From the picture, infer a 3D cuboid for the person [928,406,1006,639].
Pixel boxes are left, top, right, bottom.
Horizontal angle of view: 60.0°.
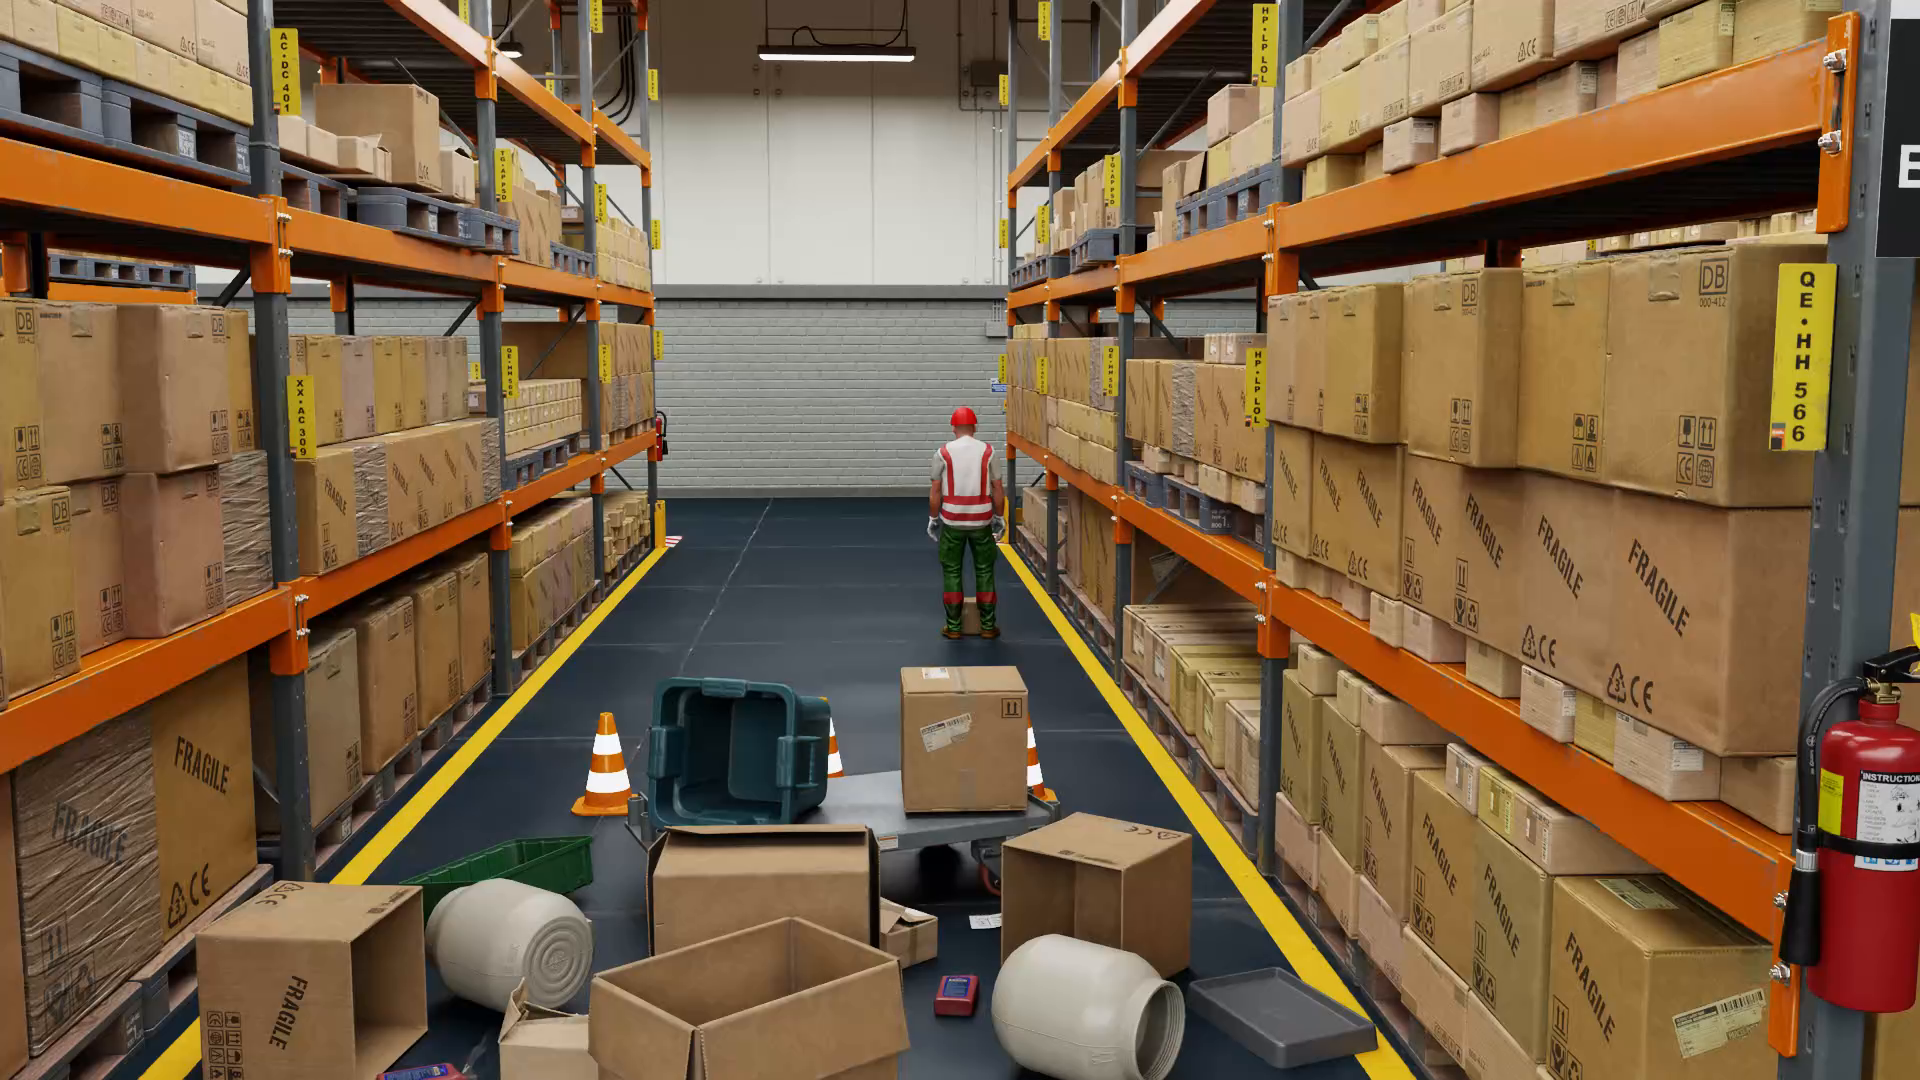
[{"bbox_3d":[0.056,-0.134,12.808,0.609,1.779,0.449,0,7,-3],"label":"person"}]
